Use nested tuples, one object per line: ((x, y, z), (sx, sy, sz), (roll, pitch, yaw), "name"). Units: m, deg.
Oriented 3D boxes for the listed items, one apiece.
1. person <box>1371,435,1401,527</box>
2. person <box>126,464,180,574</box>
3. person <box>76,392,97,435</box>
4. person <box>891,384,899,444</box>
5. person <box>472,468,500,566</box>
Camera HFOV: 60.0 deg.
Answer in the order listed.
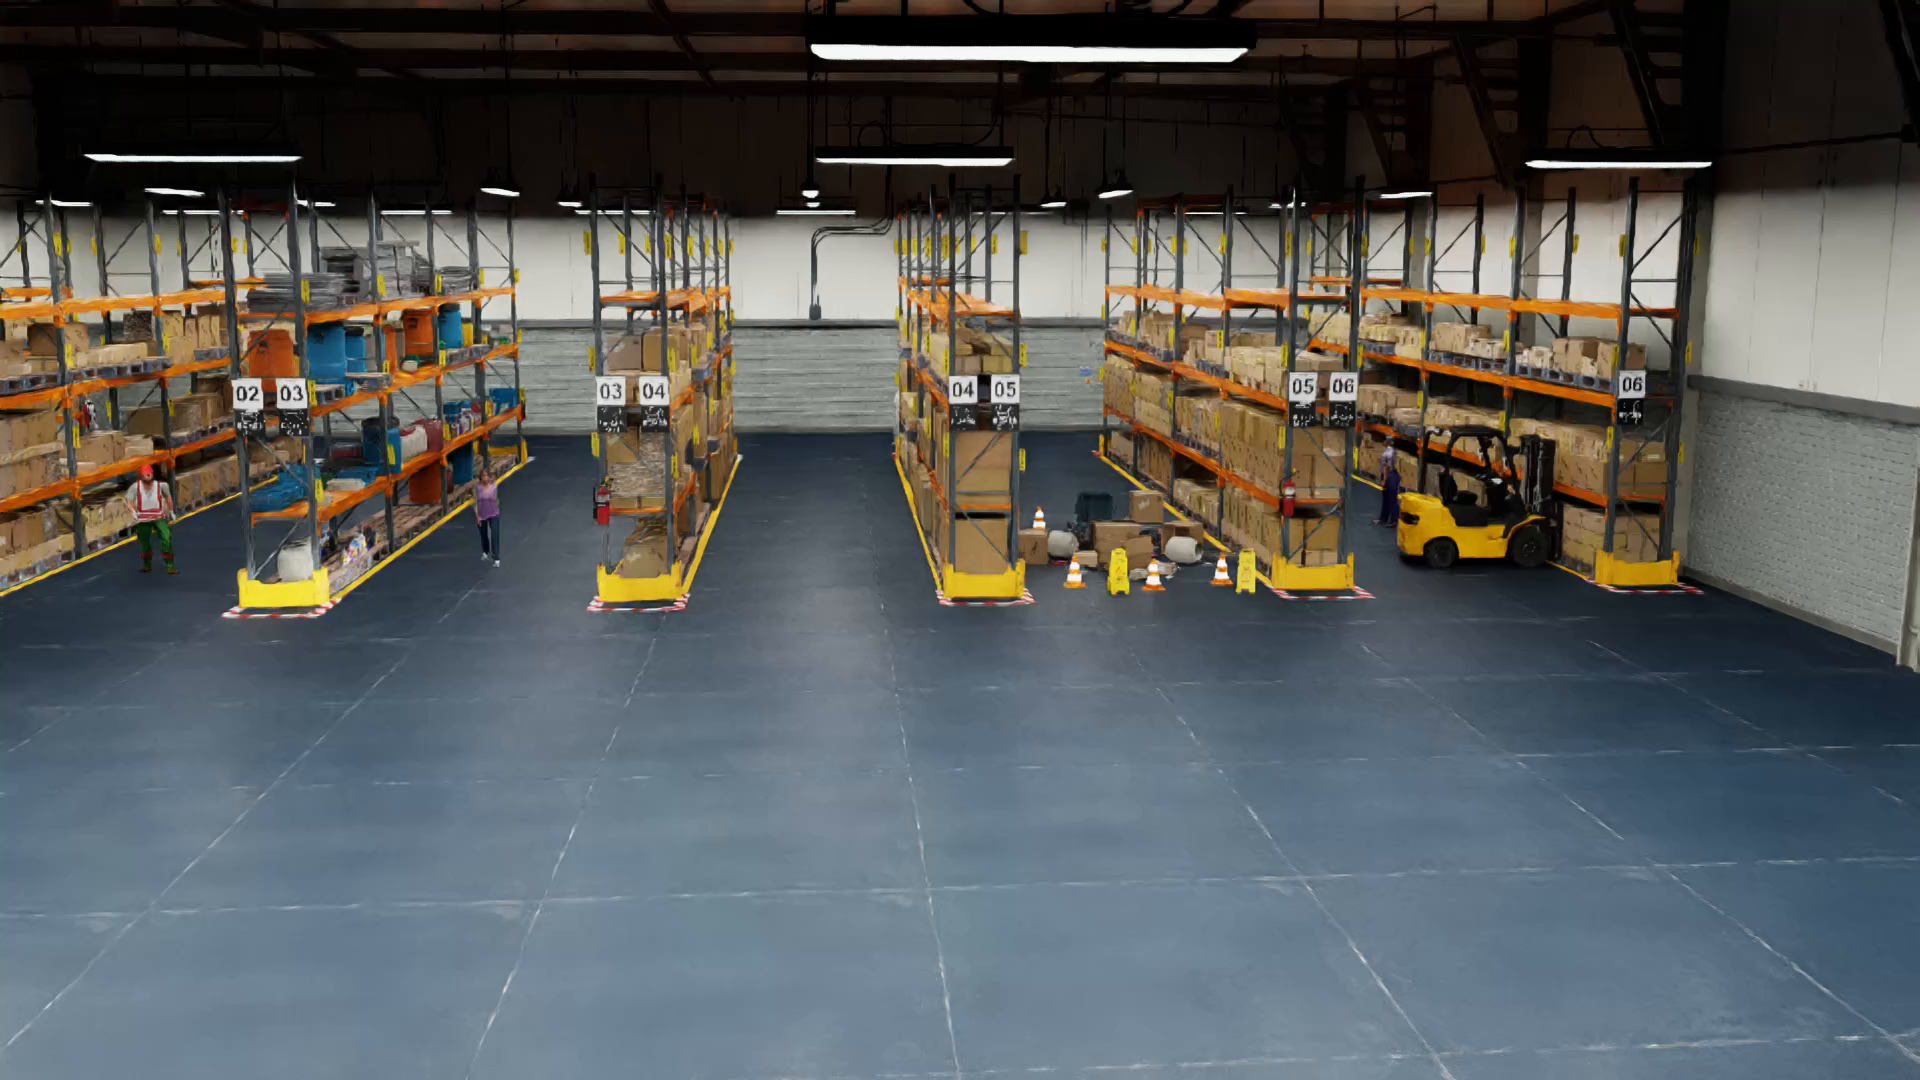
((7.720, -1.075, 30.042), (0.550, 1.625, 0.583), (4, 11, 23), "person")
((-12.423, -0.332, 25.574), (0.686, 1.716, 0.829), (-4, 11, -22), "person")
((-20.859, -2.819, 39.791), (0.553, 1.670, 0.682), (6, 12, 32), "person")
((-1.426, -3.266, 42.531), (0.505, 1.610, 0.939), (3, 10, 17), "person")
((-7.502, -0.381, 26.364), (0.412, 1.533, 0.955), (-2, 10, -13), "person")
